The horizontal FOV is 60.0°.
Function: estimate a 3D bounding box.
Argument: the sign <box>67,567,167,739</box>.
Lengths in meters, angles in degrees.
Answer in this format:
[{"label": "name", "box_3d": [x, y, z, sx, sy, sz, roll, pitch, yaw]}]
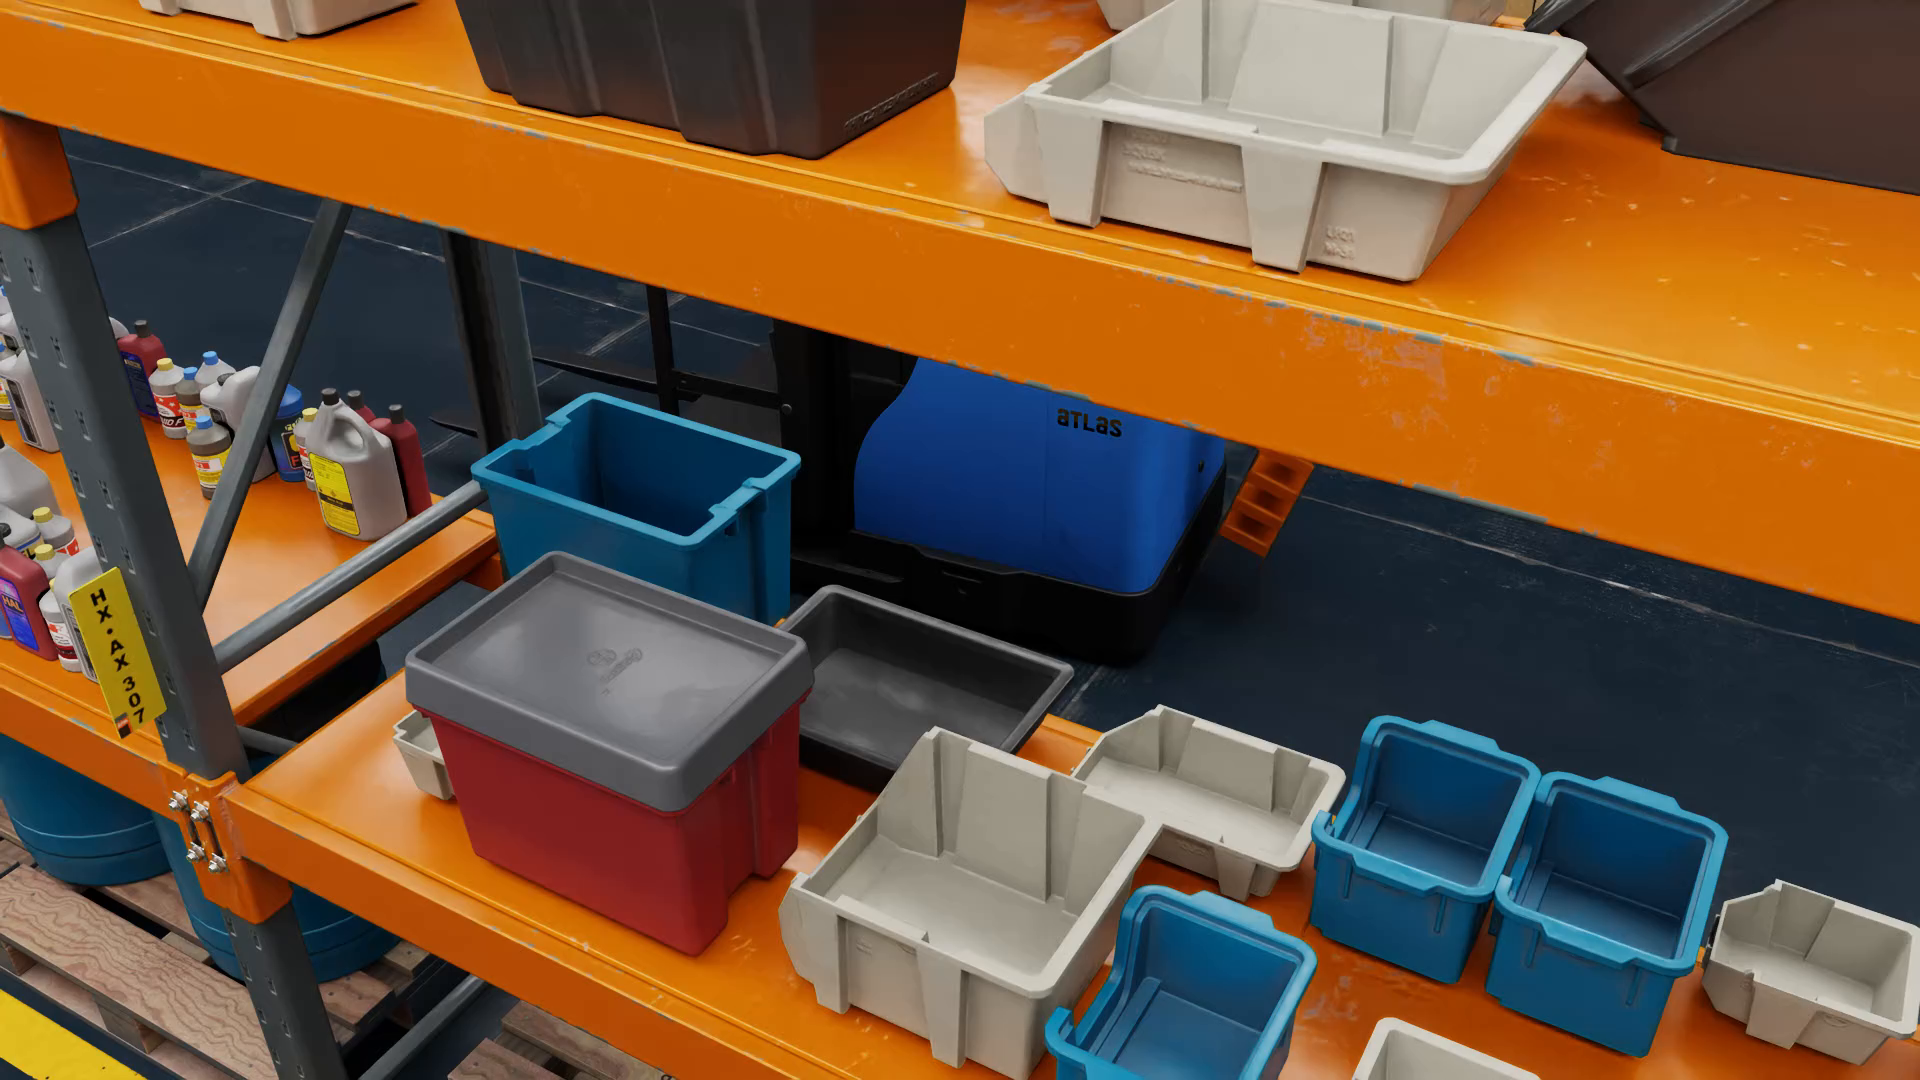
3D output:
[{"label": "sign", "box_3d": [-1.509, 0.206, 2.985, 0.005, 0.325, 0.100, 18, 37, 24]}]

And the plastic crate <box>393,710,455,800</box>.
[{"label": "plastic crate", "box_3d": [-0.901, 0.339, 3.219, 0.243, 0.136, 0.396, 18, 37, 24]}]

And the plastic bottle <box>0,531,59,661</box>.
[{"label": "plastic bottle", "box_3d": [-1.961, 0.111, 3.482, 0.133, 0.283, 0.061, 18, 37, 24]}]

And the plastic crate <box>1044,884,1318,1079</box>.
[{"label": "plastic crate", "box_3d": [0.328, 0.760, 2.499, 0.300, 0.233, 0.416, 18, 37, 24]}]

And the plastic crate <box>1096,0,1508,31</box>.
[{"label": "plastic crate", "box_3d": [0.467, -0.800, 2.146, 0.530, 0.282, 0.437, 18, 37, 24]}]

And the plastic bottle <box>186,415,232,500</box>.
[{"label": "plastic bottle", "box_3d": [-1.811, -0.206, 4.033, 0.097, 0.201, 0.097, 0, 34, 0]}]

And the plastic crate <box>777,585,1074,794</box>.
[{"label": "plastic crate", "box_3d": [-0.130, 0.325, 3.250, 0.590, 0.125, 0.437, 18, 37, 24]}]

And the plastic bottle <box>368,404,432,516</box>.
[{"label": "plastic bottle", "box_3d": [-1.341, -0.201, 3.950, 0.133, 0.283, 0.061, 18, 37, 24]}]

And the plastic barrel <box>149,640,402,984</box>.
[{"label": "plastic barrel", "box_3d": [-1.699, 0.598, 4.160, 0.708, 0.901, 0.600, 18, 37, 24]}]

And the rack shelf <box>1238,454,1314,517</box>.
[{"label": "rack shelf", "box_3d": [1.065, -0.216, 5.565, 0.180, 0.103, 0.258, 28, 40, 9]}]

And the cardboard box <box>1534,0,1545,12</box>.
[{"label": "cardboard box", "box_3d": [2.413, -1.818, 6.184, 0.500, 0.500, 0.500, 17, 37, 24]}]

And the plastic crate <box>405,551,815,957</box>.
[{"label": "plastic crate", "box_3d": [-0.584, 0.372, 2.874, 0.583, 0.464, 0.402, 18, 37, 24]}]

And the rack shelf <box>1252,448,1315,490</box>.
[{"label": "rack shelf", "box_3d": [1.098, -0.303, 5.489, 0.180, 0.103, 0.258, 28, 40, 9]}]

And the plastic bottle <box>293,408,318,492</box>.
[{"label": "plastic bottle", "box_3d": [-1.566, -0.226, 4.062, 0.097, 0.201, 0.097, 0, 34, 0]}]

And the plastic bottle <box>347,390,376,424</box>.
[{"label": "plastic bottle", "box_3d": [-1.457, -0.237, 4.005, 0.133, 0.283, 0.061, 18, 37, 24]}]

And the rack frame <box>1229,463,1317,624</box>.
[{"label": "rack frame", "box_3d": [1.157, -0.206, 5.523, 0.006, 1.200, 0.240, 28, 40, 9]}]

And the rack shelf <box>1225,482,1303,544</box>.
[{"label": "rack shelf", "box_3d": [1.032, -0.129, 5.640, 0.180, 0.103, 0.258, 28, 40, 9]}]

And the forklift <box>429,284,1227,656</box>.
[{"label": "forklift", "box_3d": [-0.579, -1.357, 5.644, 3.031, 2.935, 1.130, 13, 36, 19]}]

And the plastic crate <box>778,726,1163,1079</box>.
[{"label": "plastic crate", "box_3d": [0.000, 0.590, 2.711, 0.530, 0.282, 0.437, 18, 37, 24]}]

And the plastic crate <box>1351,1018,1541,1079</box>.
[{"label": "plastic crate", "box_3d": [0.676, 0.881, 2.405, 0.250, 0.136, 0.298, 18, 37, 24]}]

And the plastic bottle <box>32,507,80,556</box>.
[{"label": "plastic bottle", "box_3d": [-2.009, 0.021, 3.691, 0.097, 0.201, 0.097, 0, 34, 0]}]

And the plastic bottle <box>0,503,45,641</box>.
[{"label": "plastic bottle", "box_3d": [-2.054, 0.055, 3.573, 0.135, 0.276, 0.152, 18, 37, 24]}]

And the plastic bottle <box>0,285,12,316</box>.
[{"label": "plastic bottle", "box_3d": [-2.540, -0.564, 4.506, 0.097, 0.271, 0.097, 0, 34, 0]}]

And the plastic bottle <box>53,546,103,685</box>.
[{"label": "plastic bottle", "box_3d": [-1.737, 0.156, 3.422, 0.135, 0.276, 0.152, 18, 37, 24]}]

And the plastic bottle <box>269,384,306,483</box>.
[{"label": "plastic bottle", "box_3d": [-1.651, -0.282, 4.083, 0.097, 0.271, 0.097, 0, 34, 0]}]

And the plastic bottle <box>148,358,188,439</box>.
[{"label": "plastic bottle", "box_3d": [-2.021, -0.370, 4.279, 0.097, 0.201, 0.097, 0, 34, 0]}]

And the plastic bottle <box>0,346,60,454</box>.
[{"label": "plastic bottle", "box_3d": [-2.327, -0.383, 4.231, 0.135, 0.276, 0.152, 18, 37, 24]}]

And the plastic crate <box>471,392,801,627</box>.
[{"label": "plastic crate", "box_3d": [-0.660, 0.003, 3.500, 0.575, 0.384, 0.392, 18, 37, 24]}]

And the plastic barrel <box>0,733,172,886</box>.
[{"label": "plastic barrel", "box_3d": [-2.313, 0.403, 4.453, 0.708, 0.901, 0.600, 18, 37, 24]}]

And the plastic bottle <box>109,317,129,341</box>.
[{"label": "plastic bottle", "box_3d": [-2.251, -0.457, 4.341, 0.135, 0.276, 0.152, 18, 37, 24]}]

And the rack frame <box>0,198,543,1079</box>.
[{"label": "rack frame", "box_3d": [-1.235, 0.057, 3.458, 0.127, 3.000, 1.000, 18, 37, 24]}]

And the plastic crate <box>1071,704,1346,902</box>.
[{"label": "plastic crate", "box_3d": [0.426, 0.476, 3.013, 0.466, 0.136, 0.293, 18, 37, 24]}]

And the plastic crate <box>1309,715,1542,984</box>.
[{"label": "plastic crate", "box_3d": [0.783, 0.531, 2.844, 0.300, 0.233, 0.416, 18, 37, 24]}]

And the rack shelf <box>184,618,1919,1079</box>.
[{"label": "rack shelf", "box_3d": [0.502, 0.906, 2.832, 4.000, 0.370, 1.077, 18, 37, 24]}]

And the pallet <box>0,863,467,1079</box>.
[{"label": "pallet", "box_3d": [-1.884, 0.985, 4.580, 1.213, 0.211, 1.003, 18, 37, 24]}]

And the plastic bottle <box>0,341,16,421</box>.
[{"label": "plastic bottle", "box_3d": [-2.498, -0.424, 4.360, 0.097, 0.201, 0.097, 0, 34, 0]}]

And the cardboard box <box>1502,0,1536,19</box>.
[{"label": "cardboard box", "box_3d": [1.980, -1.957, 6.392, 0.500, 0.500, 0.500, 18, 38, 25]}]

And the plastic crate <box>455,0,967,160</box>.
[{"label": "plastic crate", "box_3d": [-0.292, -0.664, 1.952, 0.590, 0.269, 0.497, 18, 37, 24]}]

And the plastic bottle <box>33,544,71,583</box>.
[{"label": "plastic bottle", "box_3d": [-1.937, 0.102, 3.570, 0.097, 0.201, 0.097, 0, 34, 0]}]

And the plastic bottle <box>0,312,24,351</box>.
[{"label": "plastic bottle", "box_3d": [-2.453, -0.520, 4.437, 0.135, 0.276, 0.152, 18, 37, 24]}]

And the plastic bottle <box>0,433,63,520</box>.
[{"label": "plastic bottle", "box_3d": [-2.124, -0.087, 3.719, 0.185, 0.351, 0.144, 18, 37, 24]}]

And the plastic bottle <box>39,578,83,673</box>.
[{"label": "plastic bottle", "box_3d": [-1.852, 0.168, 3.470, 0.097, 0.201, 0.097, 0, 34, 0]}]

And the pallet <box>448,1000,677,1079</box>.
[{"label": "pallet", "box_3d": [-0.577, 1.401, 3.955, 1.213, 0.211, 1.003, 18, 37, 24]}]

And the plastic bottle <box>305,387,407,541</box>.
[{"label": "plastic bottle", "box_3d": [-1.415, -0.186, 3.868, 0.185, 0.351, 0.144, 18, 37, 24]}]

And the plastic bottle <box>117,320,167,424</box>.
[{"label": "plastic bottle", "box_3d": [-2.112, -0.445, 4.317, 0.133, 0.283, 0.061, 18, 37, 24]}]

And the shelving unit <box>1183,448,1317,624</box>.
[{"label": "shelving unit", "box_3d": [1.077, -0.248, 5.537, 0.189, 1.200, 0.258, 28, 40, 9]}]

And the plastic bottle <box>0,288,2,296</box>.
[{"label": "plastic bottle", "box_3d": [-2.624, -0.590, 4.546, 0.097, 0.271, 0.097, 0, 34, 0]}]

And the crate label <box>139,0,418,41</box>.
[{"label": "crate label", "box_3d": [-0.953, -0.808, 2.289, 0.466, 0.136, 0.293, 18, 37, 24]}]

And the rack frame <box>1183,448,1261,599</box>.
[{"label": "rack frame", "box_3d": [0.997, -0.291, 5.551, 0.006, 1.200, 0.240, 28, 40, 9]}]

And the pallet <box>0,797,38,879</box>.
[{"label": "pallet", "box_3d": [-2.947, 0.650, 5.083, 1.213, 0.211, 1.003, 18, 37, 24]}]

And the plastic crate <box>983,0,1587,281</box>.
[{"label": "plastic crate", "box_3d": [0.321, -0.431, 1.722, 0.530, 0.136, 0.437, 18, 37, 24]}]

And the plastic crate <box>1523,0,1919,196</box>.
[{"label": "plastic crate", "box_3d": [1.048, -0.618, 1.822, 0.767, 0.338, 0.504, 18, 37, 24]}]

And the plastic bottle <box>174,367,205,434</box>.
[{"label": "plastic bottle", "box_3d": [-1.937, -0.343, 4.239, 0.097, 0.201, 0.097, 0, 34, 0]}]

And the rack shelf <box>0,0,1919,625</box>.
[{"label": "rack shelf", "box_3d": [0.502, -0.342, 2.000, 4.000, 0.370, 1.077, 18, 37, 24]}]

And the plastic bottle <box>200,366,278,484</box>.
[{"label": "plastic bottle", "box_3d": [-1.765, -0.303, 4.110, 0.135, 0.276, 0.152, 18, 37, 24]}]

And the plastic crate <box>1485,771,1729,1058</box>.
[{"label": "plastic crate", "box_3d": [1.044, 0.613, 2.720, 0.300, 0.233, 0.416, 18, 37, 24]}]

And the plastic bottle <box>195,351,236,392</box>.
[{"label": "plastic bottle", "box_3d": [-1.852, -0.346, 4.179, 0.097, 0.271, 0.097, 0, 34, 0]}]

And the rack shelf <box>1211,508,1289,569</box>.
[{"label": "rack shelf", "box_3d": [0.998, -0.042, 5.716, 0.180, 0.103, 0.258, 28, 40, 9]}]

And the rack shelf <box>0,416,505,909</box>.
[{"label": "rack shelf", "box_3d": [-2.971, -0.194, 4.484, 4.000, 0.370, 1.077, 18, 37, 24]}]

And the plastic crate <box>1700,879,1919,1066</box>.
[{"label": "plastic crate", "box_3d": [1.361, 0.701, 2.675, 0.298, 0.136, 0.250, 18, 37, 24]}]
